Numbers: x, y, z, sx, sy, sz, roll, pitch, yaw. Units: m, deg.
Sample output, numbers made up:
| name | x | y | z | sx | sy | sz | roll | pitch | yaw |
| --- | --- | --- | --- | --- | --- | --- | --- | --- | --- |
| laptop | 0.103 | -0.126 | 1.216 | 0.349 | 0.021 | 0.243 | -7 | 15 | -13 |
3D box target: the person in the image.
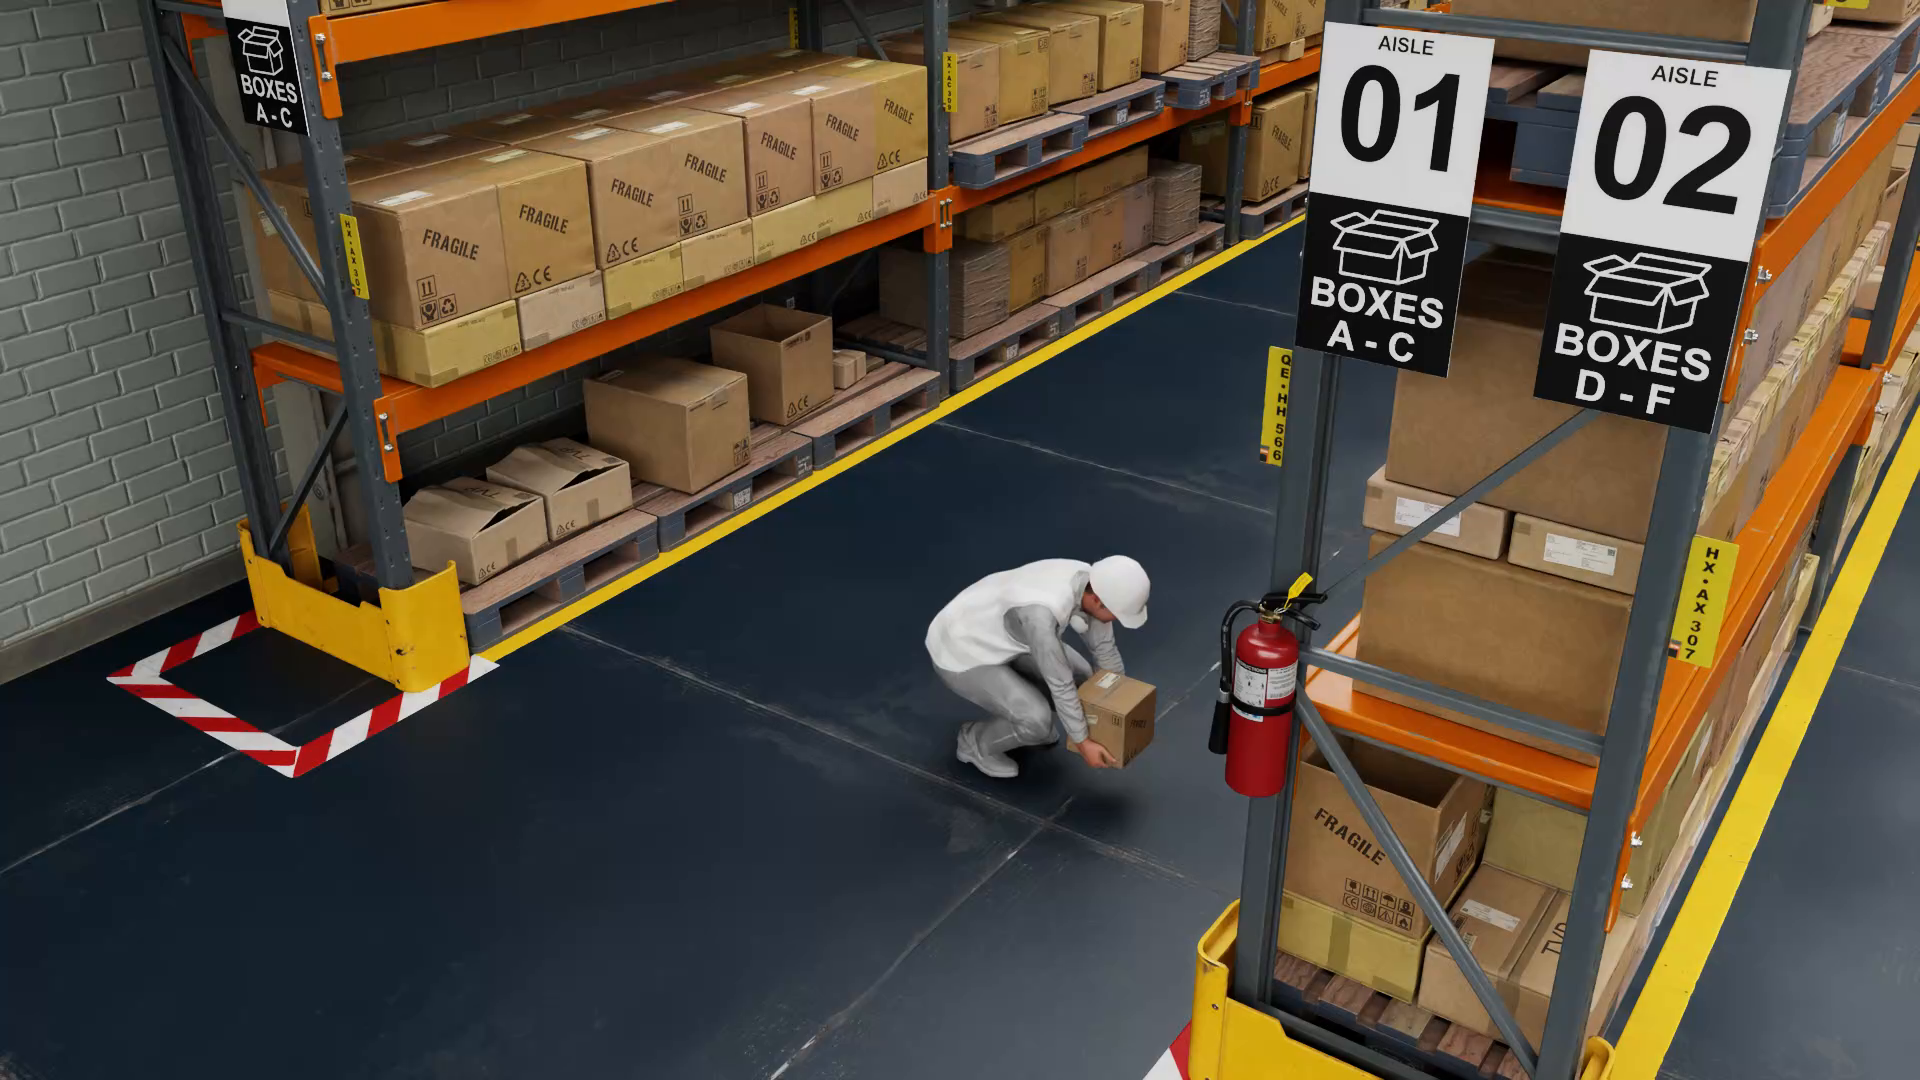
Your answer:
| name | x | y | z | sx | sy | sz | roll | pitch | yaw |
| --- | --- | --- | --- | --- | --- | --- | --- | --- | --- |
| person | 0.310 | 0.450 | 6.560 | 0.890 | 1.006 | 0.514 | 16 | 31 | 29 |
